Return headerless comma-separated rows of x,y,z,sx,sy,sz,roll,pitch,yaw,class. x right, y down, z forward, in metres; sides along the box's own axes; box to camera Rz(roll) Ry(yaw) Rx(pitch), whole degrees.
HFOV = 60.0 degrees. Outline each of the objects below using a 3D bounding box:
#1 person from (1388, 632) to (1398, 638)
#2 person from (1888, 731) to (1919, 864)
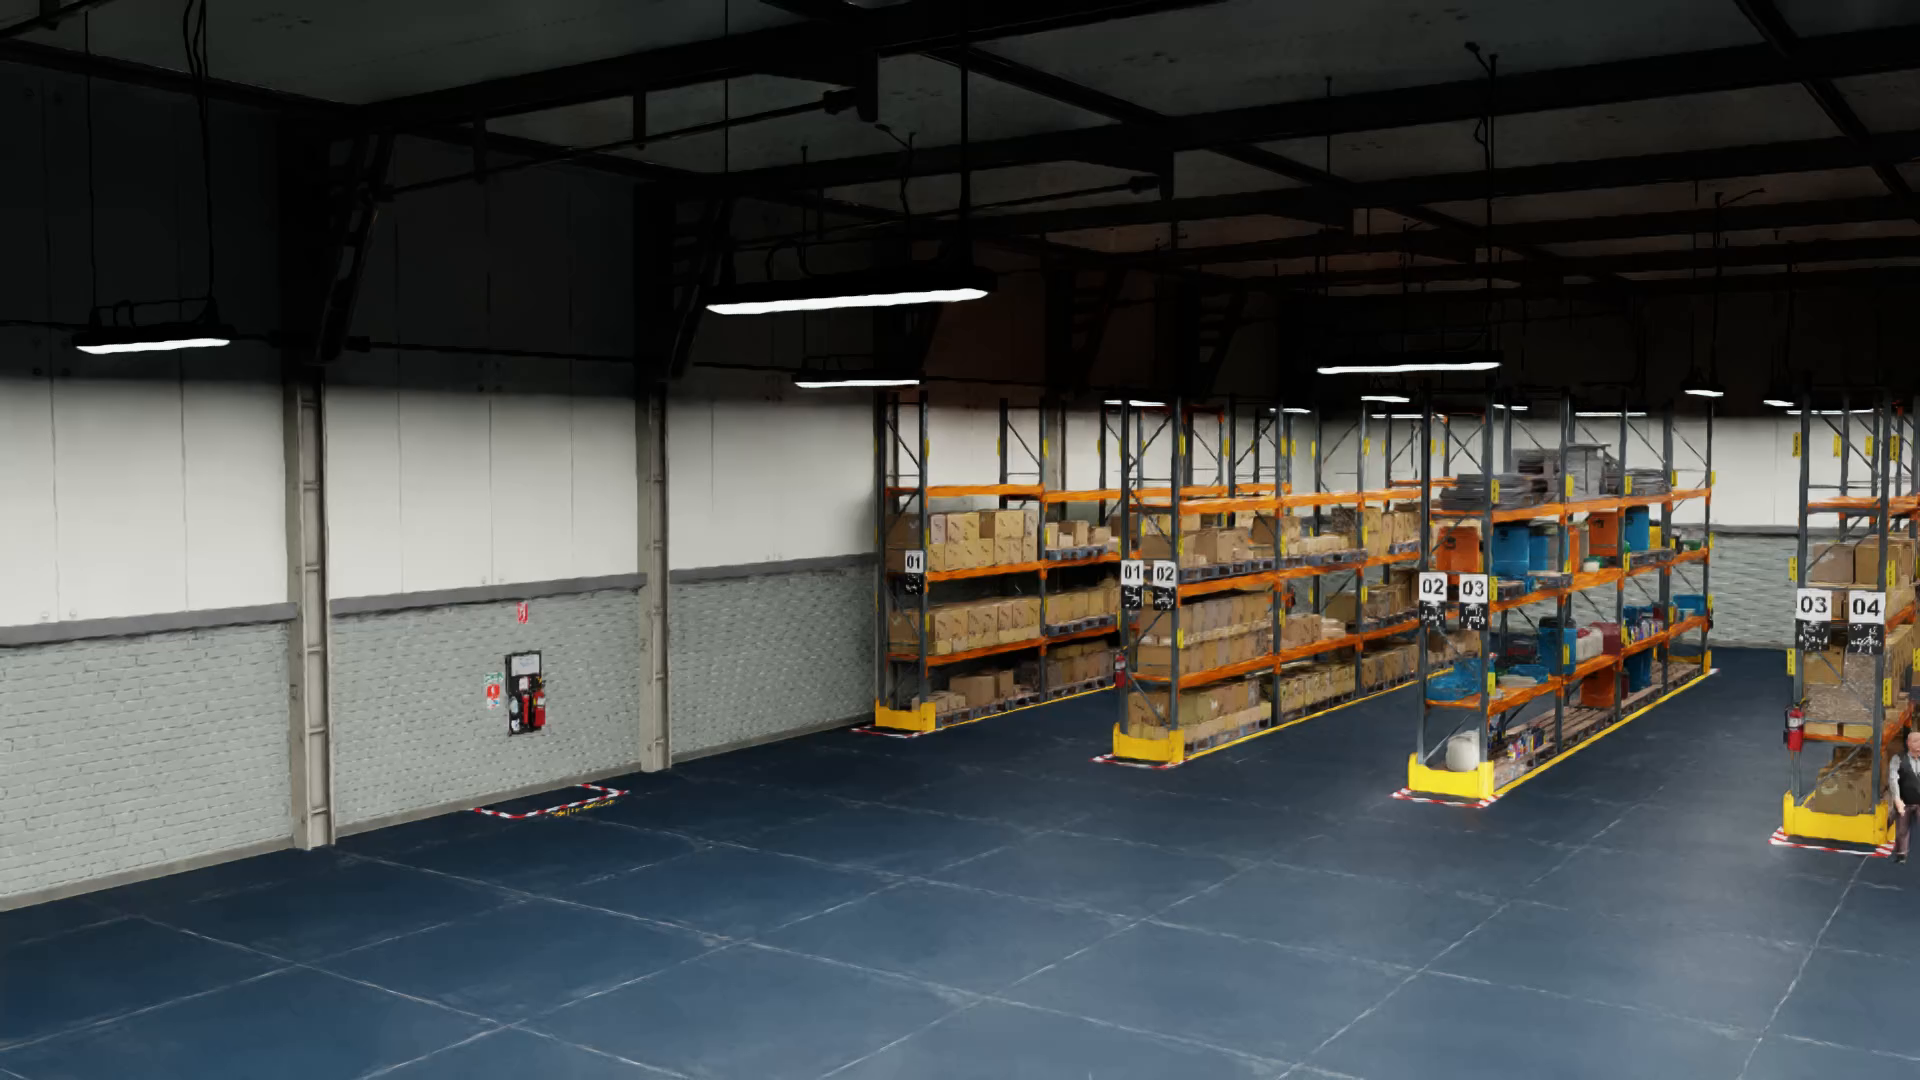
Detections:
10.768,1.801,41.278,0.395,1.786,0.619,3,4,41,person
11.209,3.068,19.553,0.538,1.644,1.029,2,4,26,person
